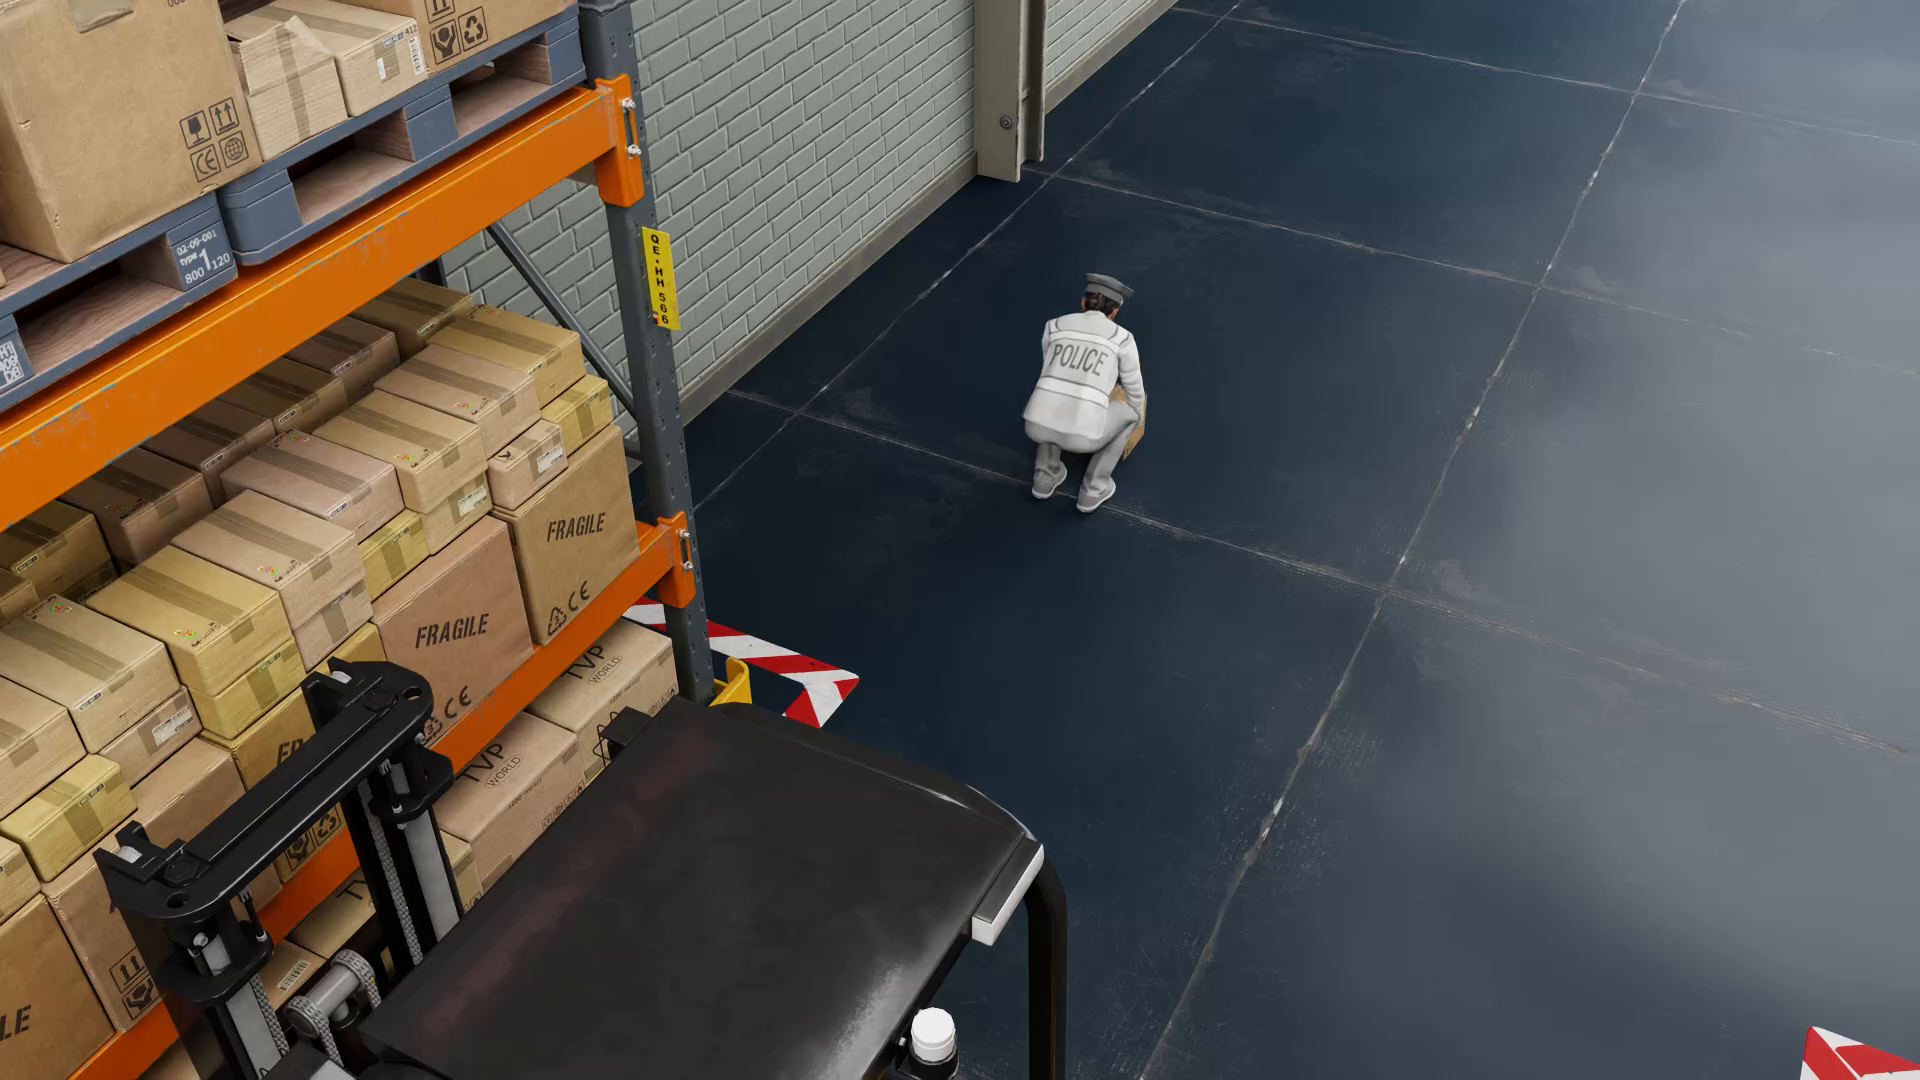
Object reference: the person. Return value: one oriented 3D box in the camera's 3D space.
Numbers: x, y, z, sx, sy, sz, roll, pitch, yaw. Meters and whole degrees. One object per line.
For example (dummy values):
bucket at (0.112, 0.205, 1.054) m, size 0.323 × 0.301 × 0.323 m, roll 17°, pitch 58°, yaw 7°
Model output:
person at (0.560, -0.673, 7.595) m, size 0.492 × 0.946 × 0.850 m, roll 18°, pitch 41°, yaw 21°
